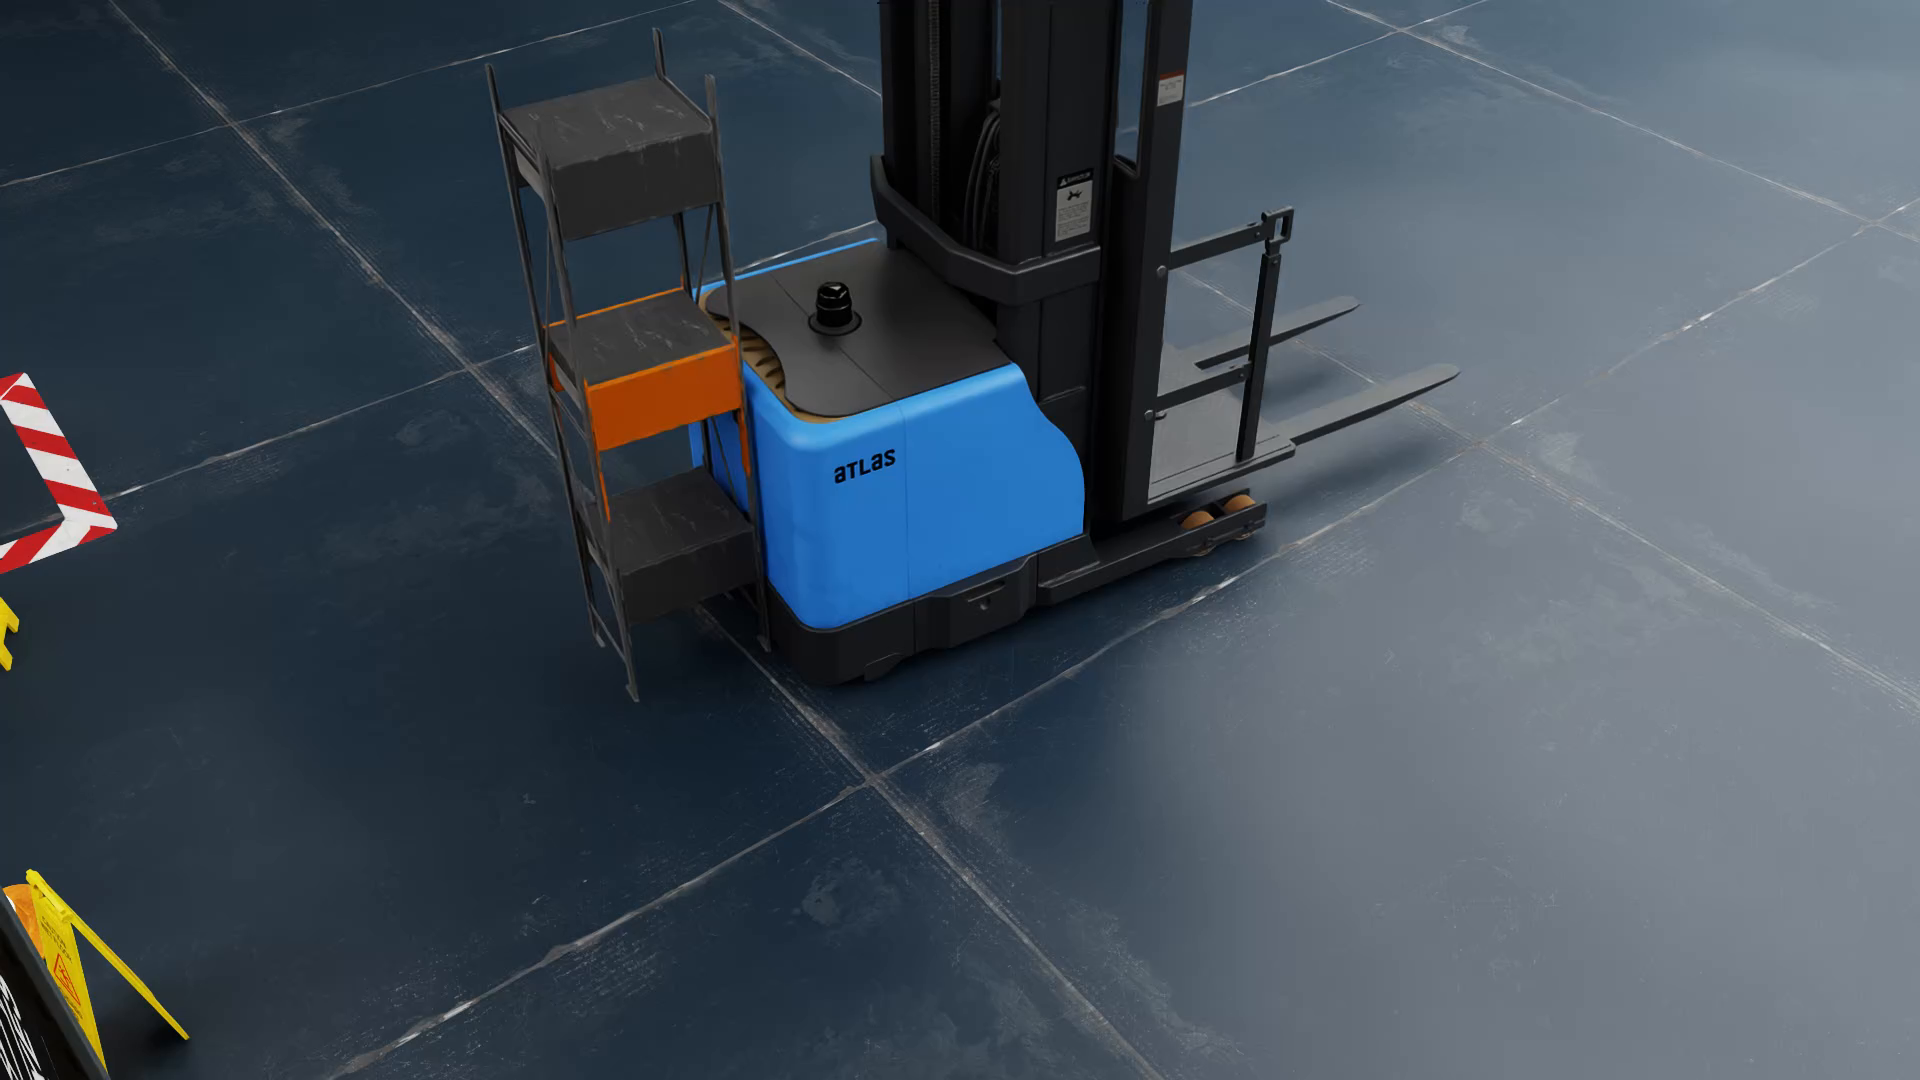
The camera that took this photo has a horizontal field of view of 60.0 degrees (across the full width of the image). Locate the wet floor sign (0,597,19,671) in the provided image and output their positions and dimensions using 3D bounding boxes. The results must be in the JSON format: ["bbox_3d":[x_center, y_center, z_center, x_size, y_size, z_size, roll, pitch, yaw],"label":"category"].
[{"bbox_3d":[-3.408,0.140,5.571,0.232,0.644,0.267,-11,41,-13],"label":"wet floor sign"}]

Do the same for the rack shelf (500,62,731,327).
[{"bbox_3d":[-0.974,-0.983,4.711,0.480,0.518,0.431,-21,44,-23],"label":"rack shelf"}]

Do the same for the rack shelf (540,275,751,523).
[{"bbox_3d":[-0.974,-0.442,5.155,0.480,0.518,0.431,-21,44,-23],"label":"rack shelf"}]

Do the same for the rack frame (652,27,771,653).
[{"bbox_3d":[-0.764,-0.531,5.242,0.015,2.100,0.400,-21,44,-23],"label":"rack frame"}]

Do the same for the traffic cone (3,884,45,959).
[{"bbox_3d":[-2.820,0.988,4.681,0.334,0.463,0.336,-26,46,-28],"label":"traffic cone"}]

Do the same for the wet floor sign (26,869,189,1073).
[{"bbox_3d":[-2.298,1.119,4.378,0.267,0.644,0.232,30,48,31],"label":"wet floor sign"}]

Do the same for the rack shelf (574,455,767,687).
[{"bbox_3d":[-0.974,0.099,5.599,0.480,0.518,0.431,-21,44,-23],"label":"rack shelf"}]

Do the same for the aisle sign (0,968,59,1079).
[{"bbox_3d":[-0.875,0.334,1.429,0.004,0.787,0.394,-26,46,-28],"label":"aisle sign"}]

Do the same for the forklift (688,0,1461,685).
[{"bbox_3d":[0.558,-1.342,5.574,3.031,2.935,1.130,-21,44,-23],"label":"forklift"}]

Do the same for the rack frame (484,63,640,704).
[{"bbox_3d":[-1.184,-0.374,5.050,0.015,2.100,0.400,-21,44,-23],"label":"rack frame"}]

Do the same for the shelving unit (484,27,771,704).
[{"bbox_3d":[-0.974,-0.452,5.146,0.503,2.100,0.431,-21,44,-23],"label":"shelving unit"}]
